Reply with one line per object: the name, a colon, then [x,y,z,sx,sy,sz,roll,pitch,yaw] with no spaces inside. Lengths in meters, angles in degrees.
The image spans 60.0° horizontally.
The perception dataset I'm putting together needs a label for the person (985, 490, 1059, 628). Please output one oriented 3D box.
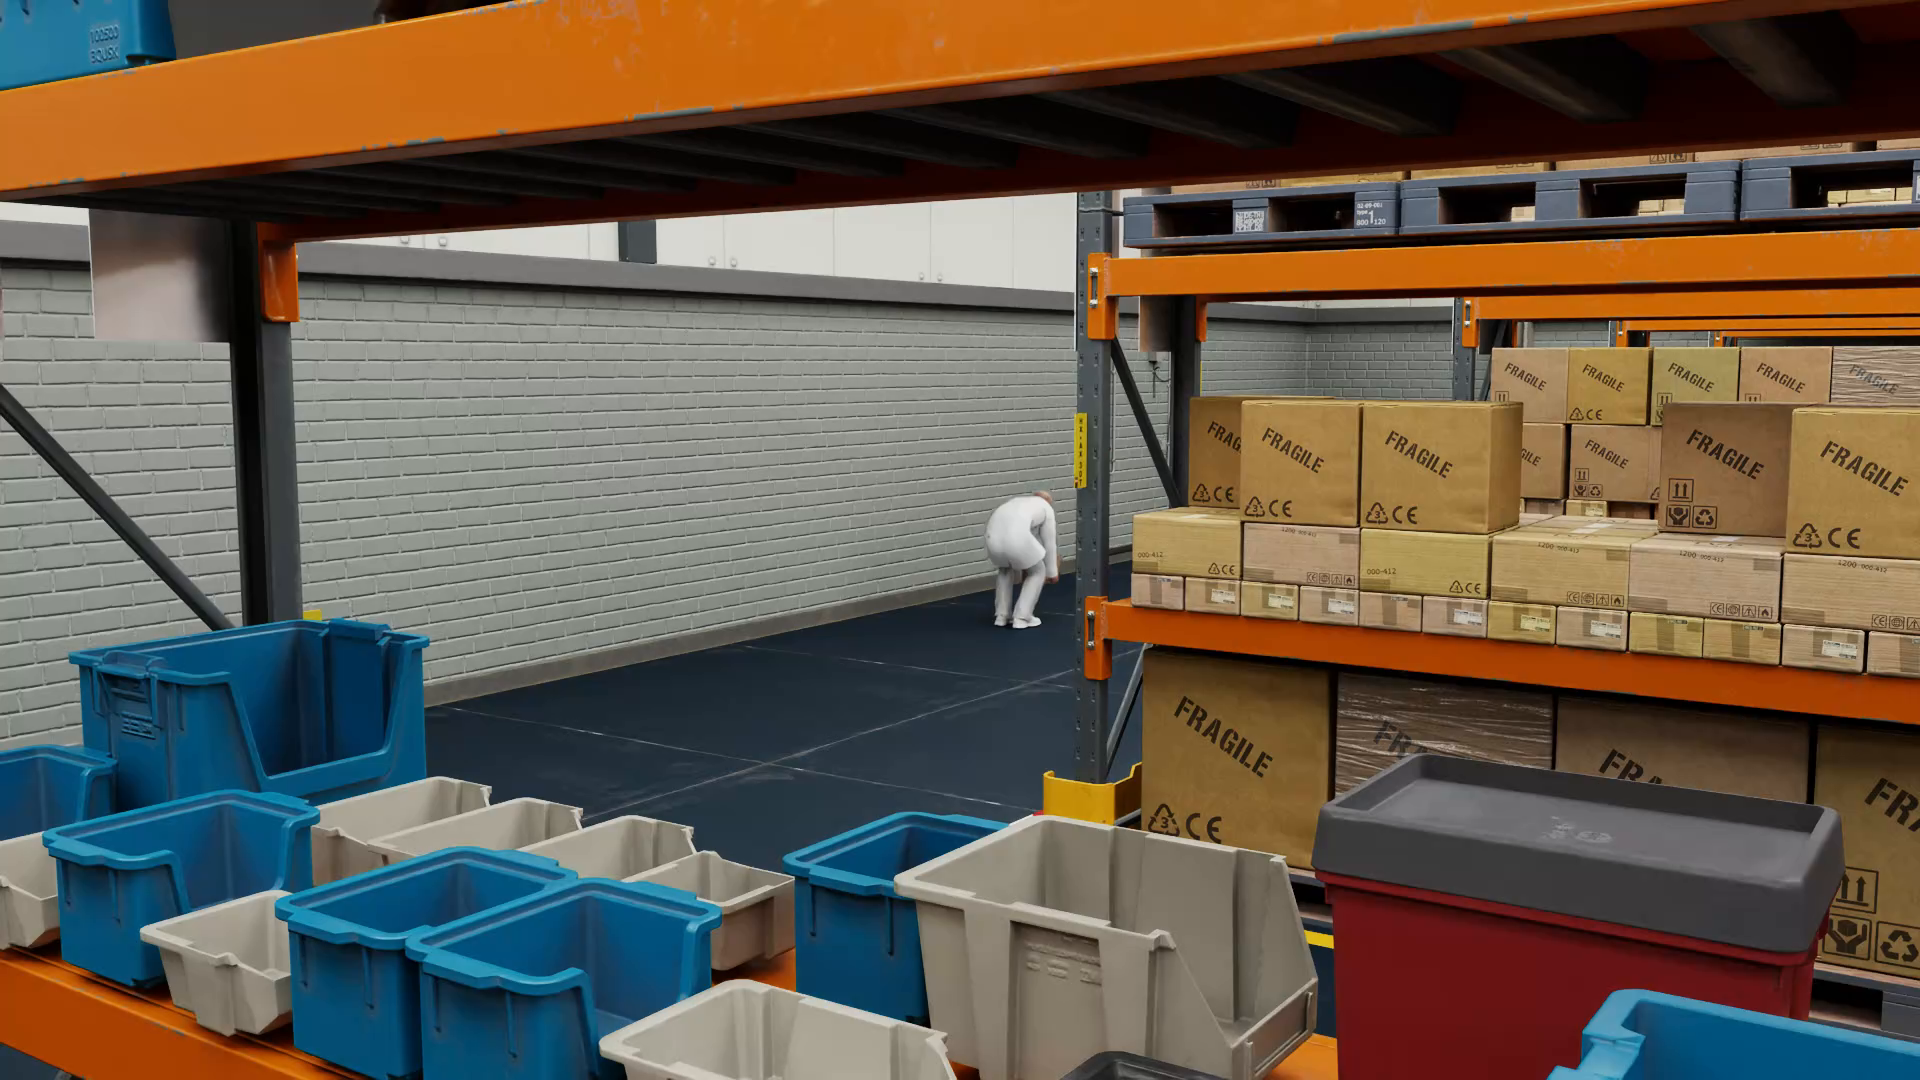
person: [0.585,0.166,14.991,0.573,1.184,0.930,4,7,31]
